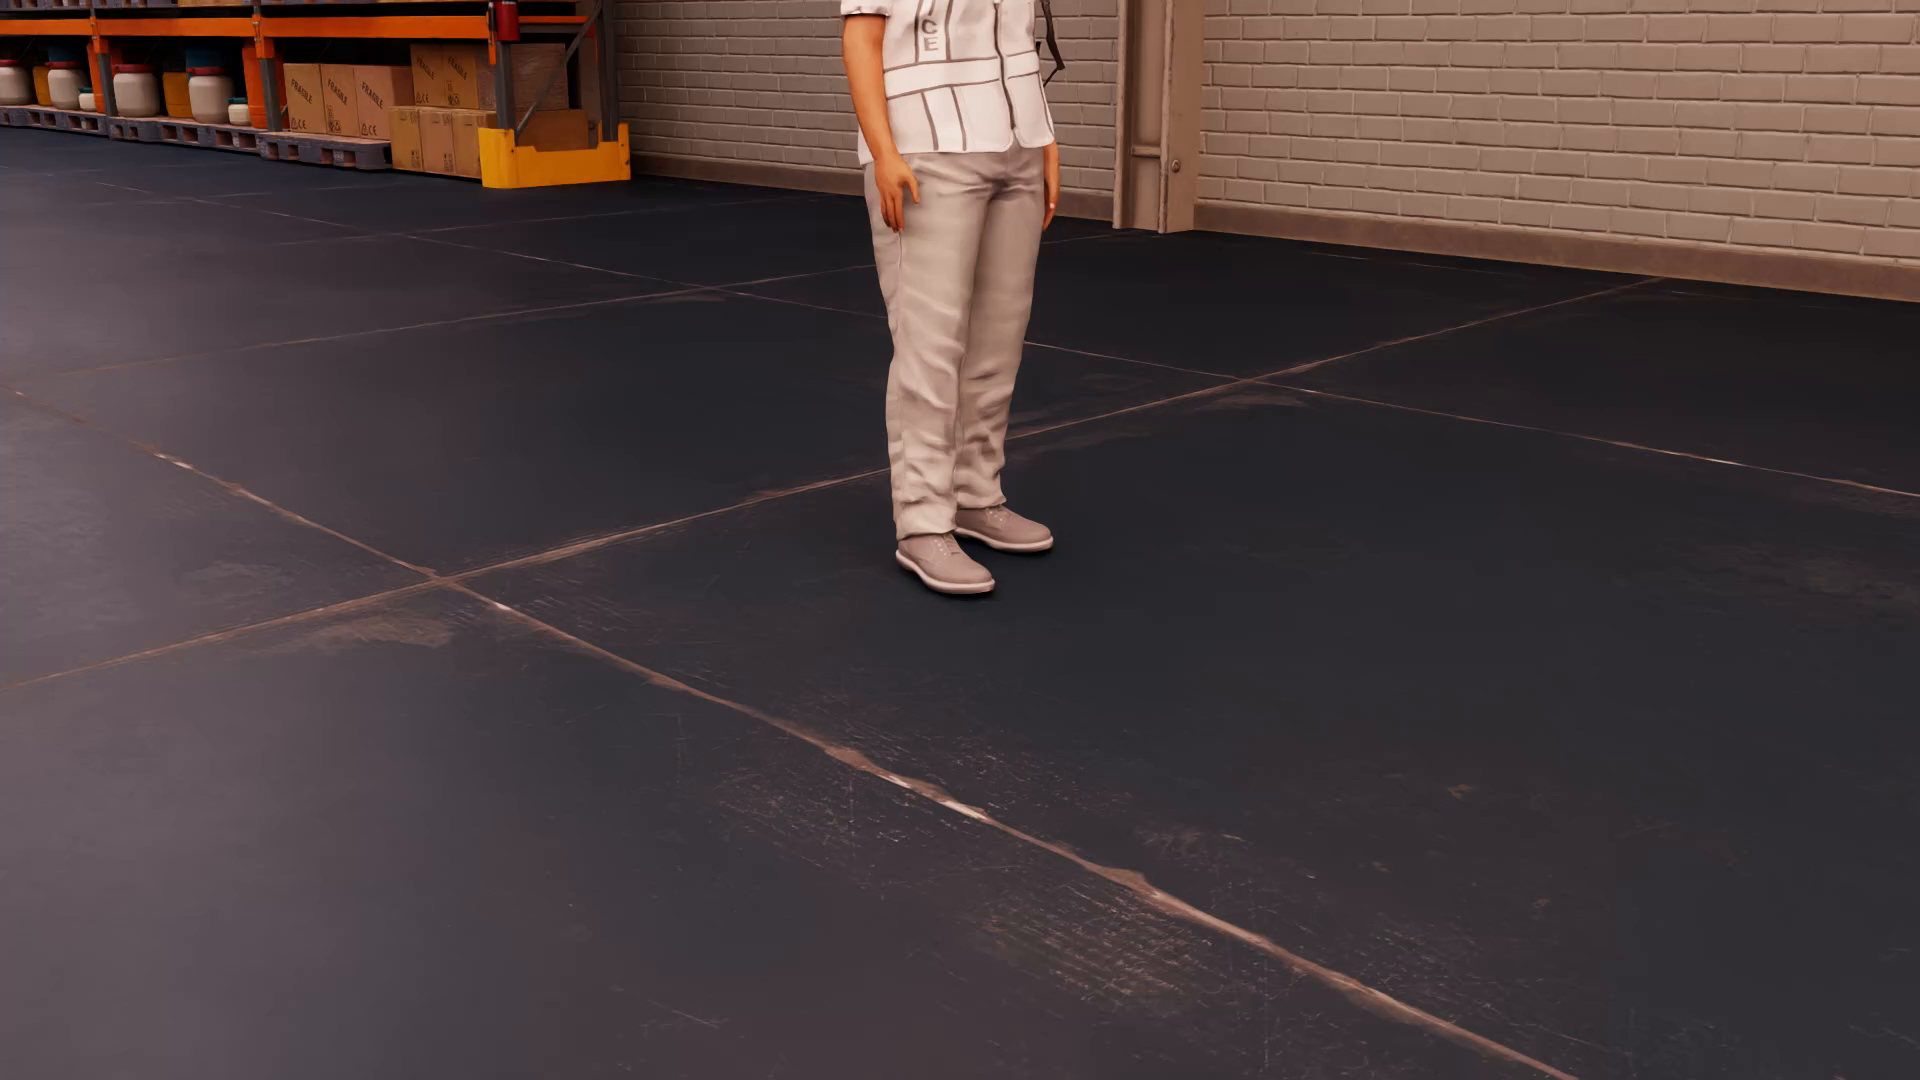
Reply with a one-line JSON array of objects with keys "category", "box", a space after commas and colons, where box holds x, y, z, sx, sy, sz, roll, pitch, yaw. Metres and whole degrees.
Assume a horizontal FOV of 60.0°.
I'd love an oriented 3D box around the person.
[{"category": "person", "box": [0.039, -0.783, 3.580, 0.529, 1.670, 0.599, 16, 23, 42]}]
